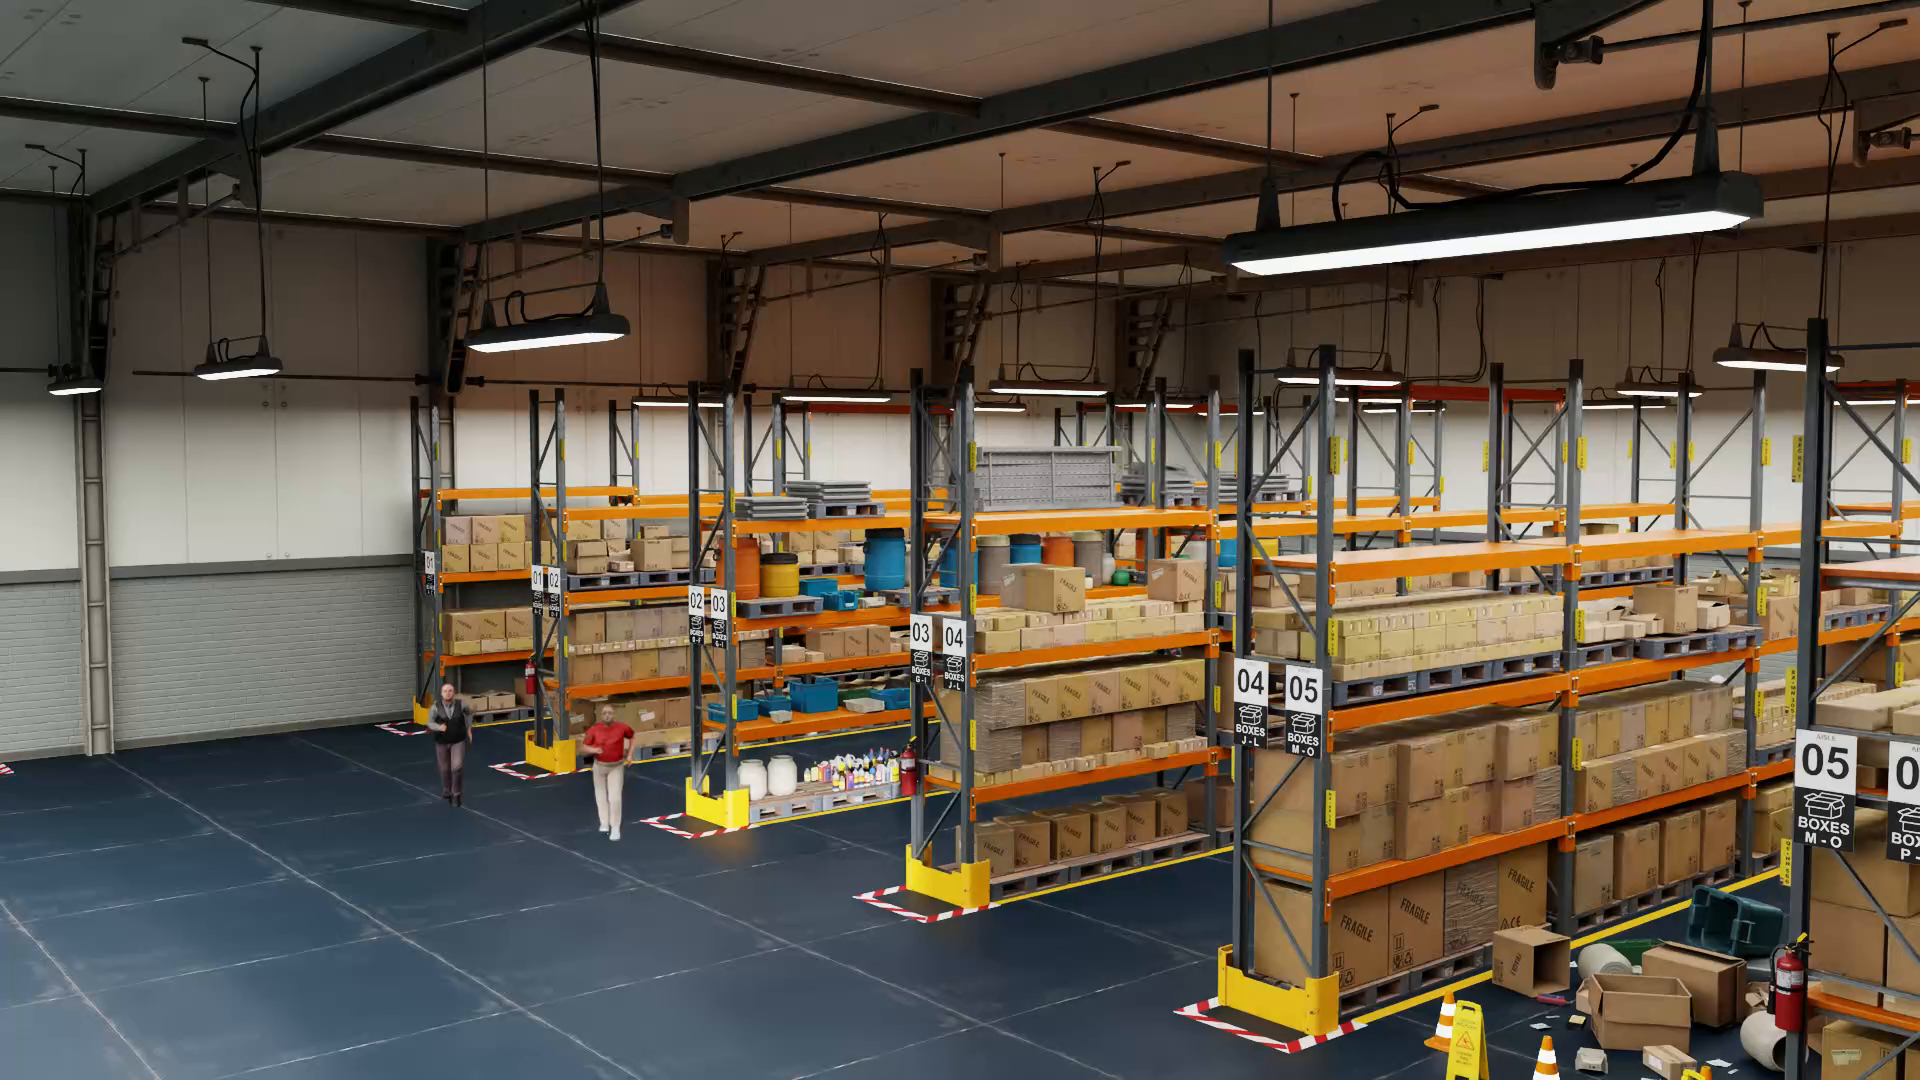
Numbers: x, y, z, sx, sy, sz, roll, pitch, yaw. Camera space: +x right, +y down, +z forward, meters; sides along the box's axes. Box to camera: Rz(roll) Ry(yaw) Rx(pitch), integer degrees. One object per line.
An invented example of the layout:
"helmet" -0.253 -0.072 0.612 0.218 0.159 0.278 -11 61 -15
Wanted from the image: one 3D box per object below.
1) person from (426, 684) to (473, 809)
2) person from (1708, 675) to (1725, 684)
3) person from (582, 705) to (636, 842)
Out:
"person" -7.235 2.920 23.599 0.620 1.769 0.827 -1 3 -13
"person" 10.940 2.827 24.027 0.984 1.765 0.685 -3 4 -38
"person" -4.581 3.036 21.680 0.659 1.783 0.756 0 3 -3
